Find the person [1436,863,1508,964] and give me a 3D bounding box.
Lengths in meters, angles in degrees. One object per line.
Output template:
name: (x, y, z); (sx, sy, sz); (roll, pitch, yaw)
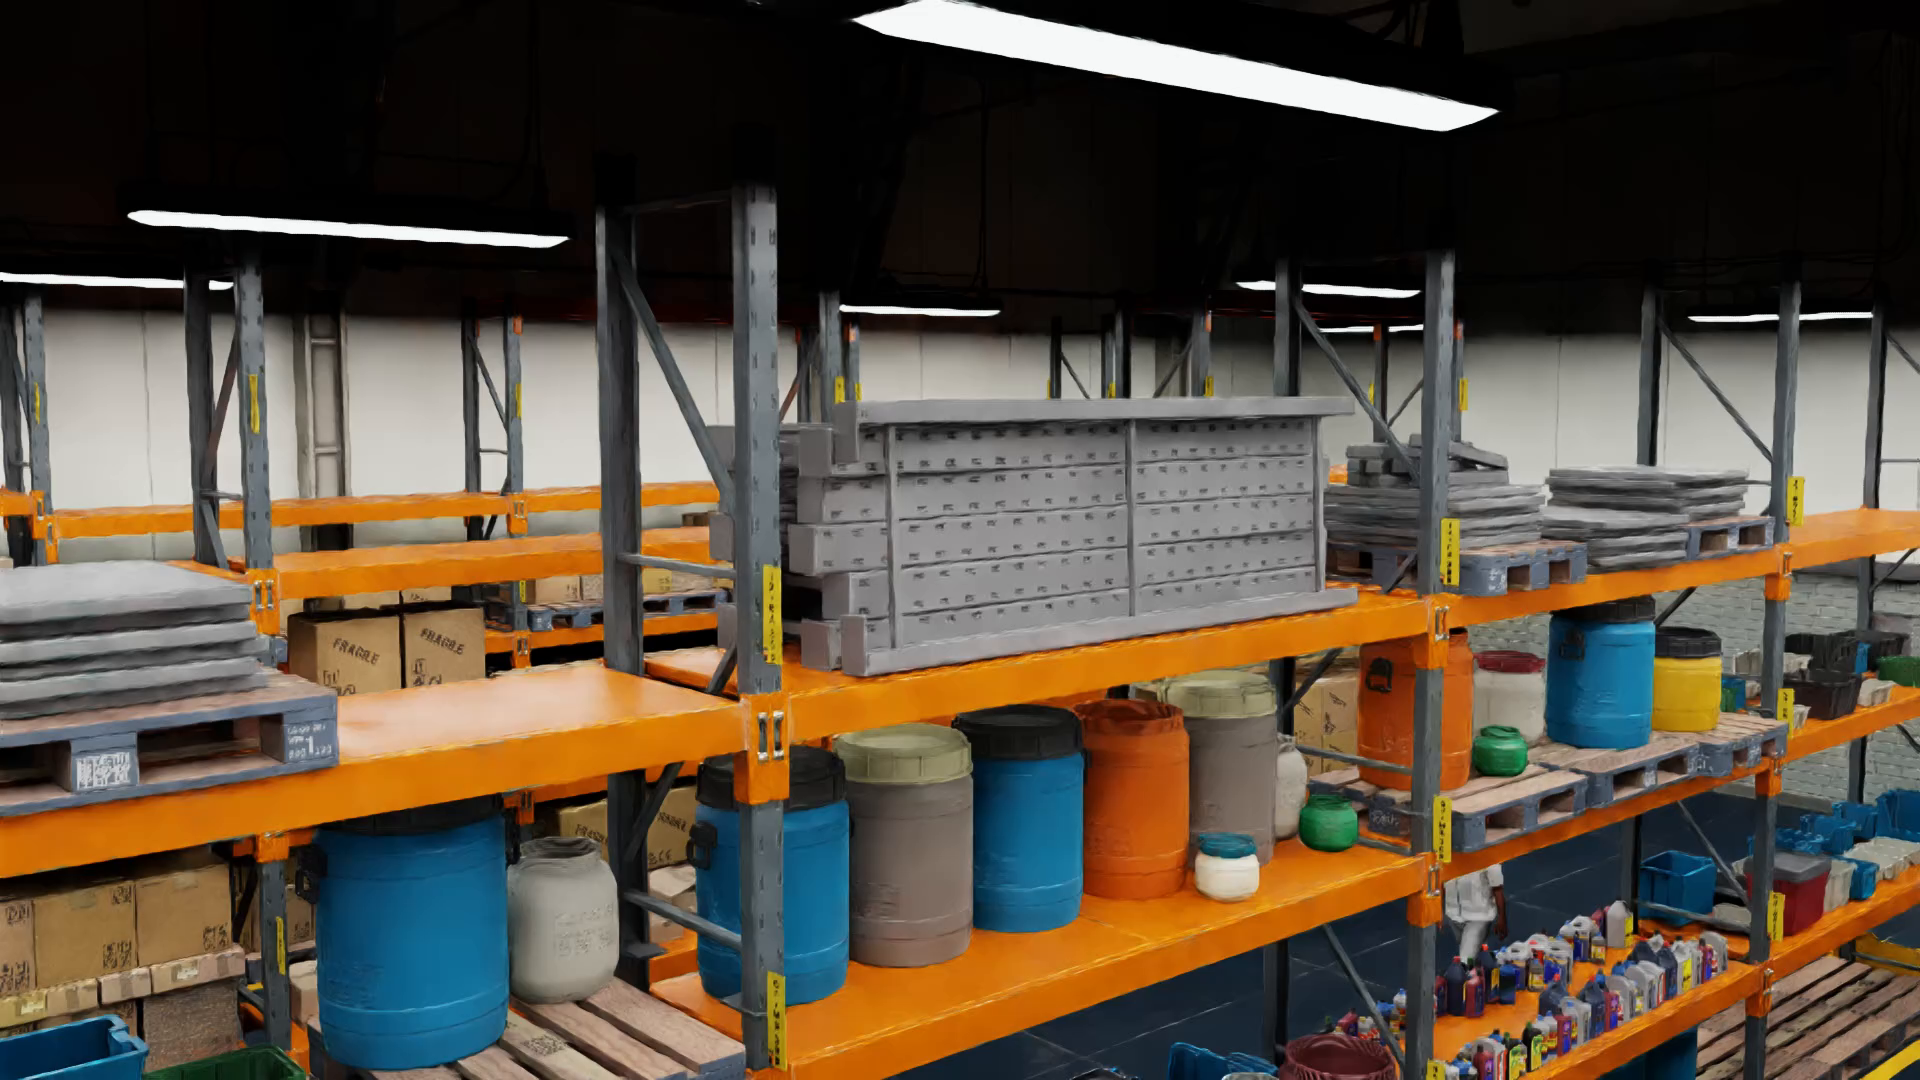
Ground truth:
person: (4.099, 3.035, 13.524); (1.121, 1.691, 0.577); (-4, 7, -38)
